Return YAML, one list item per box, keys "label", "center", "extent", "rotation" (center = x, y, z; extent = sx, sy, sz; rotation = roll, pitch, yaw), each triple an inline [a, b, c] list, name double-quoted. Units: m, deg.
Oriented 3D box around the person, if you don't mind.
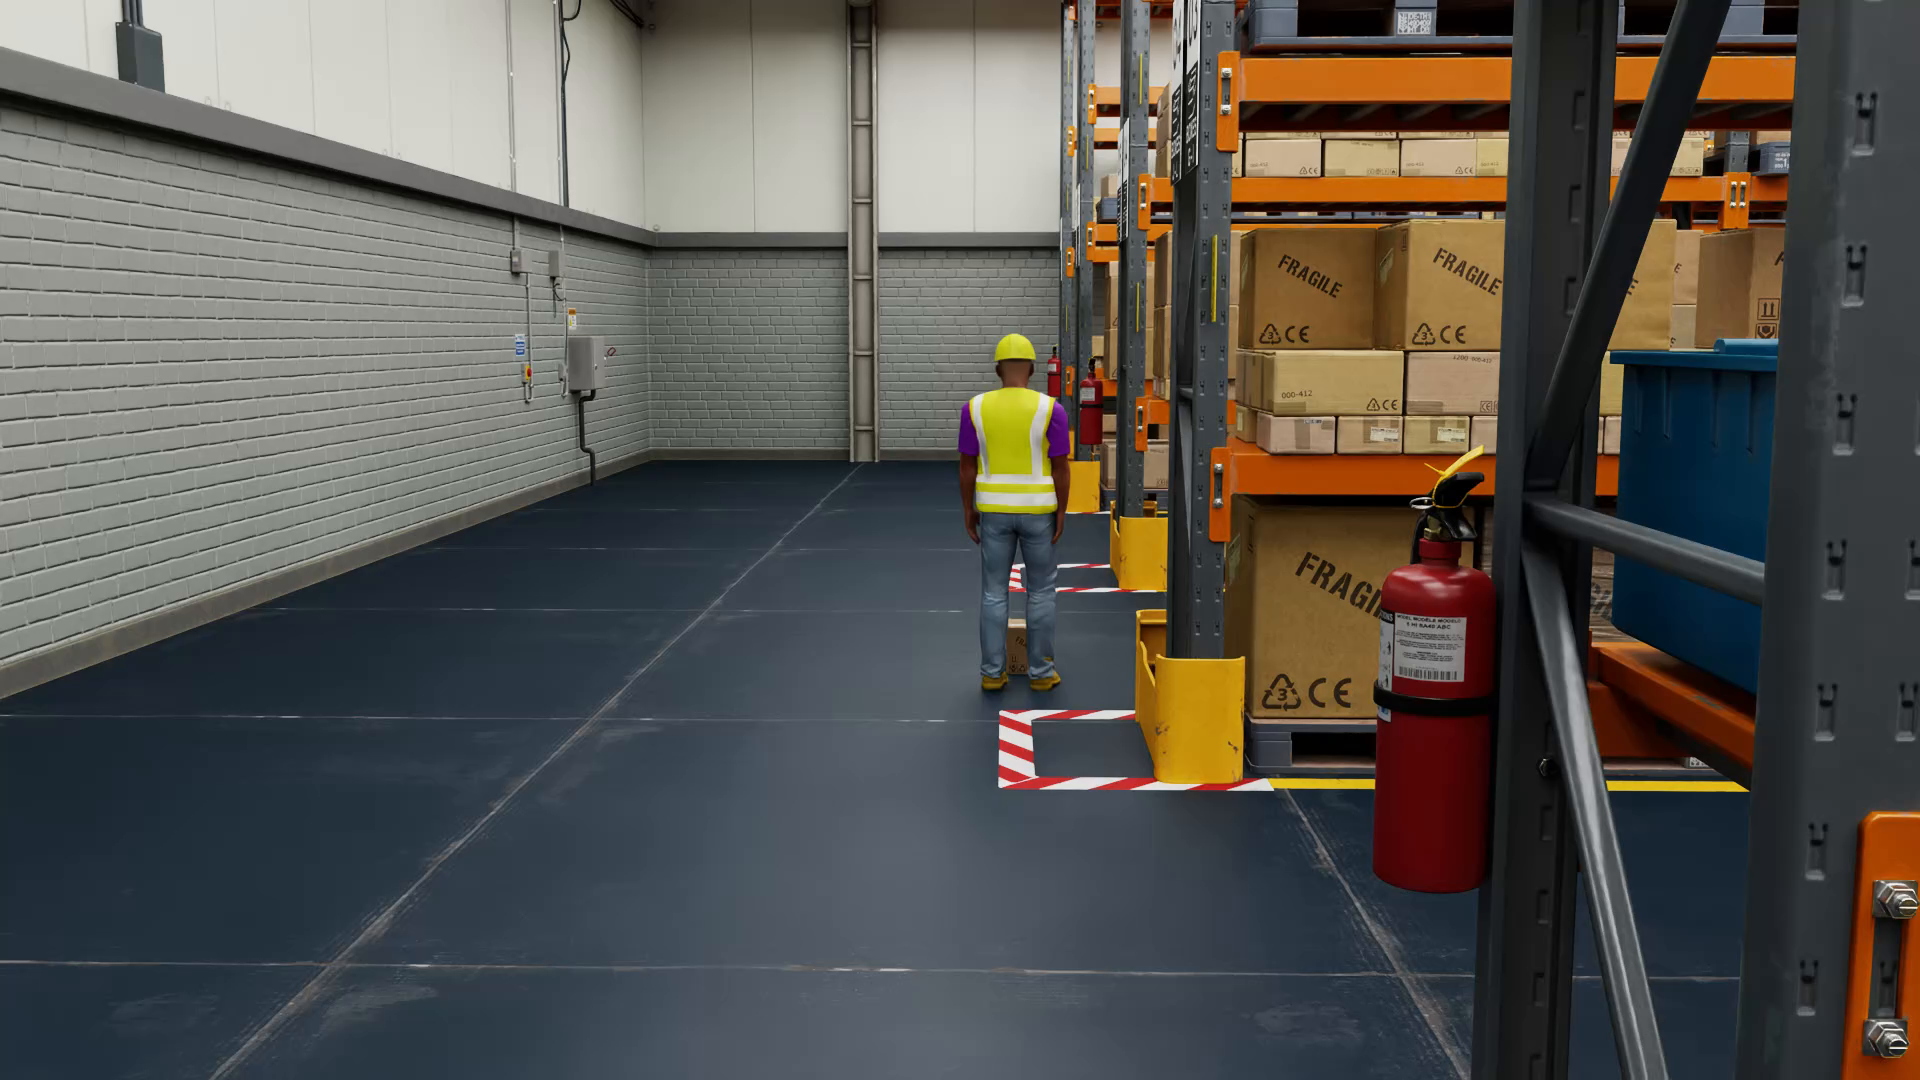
- label: "person"
  center: [0.275, -0.139, 8.284]
  extent: [0.565, 1.763, 0.365]
  rotation: [2, 7, 13]
